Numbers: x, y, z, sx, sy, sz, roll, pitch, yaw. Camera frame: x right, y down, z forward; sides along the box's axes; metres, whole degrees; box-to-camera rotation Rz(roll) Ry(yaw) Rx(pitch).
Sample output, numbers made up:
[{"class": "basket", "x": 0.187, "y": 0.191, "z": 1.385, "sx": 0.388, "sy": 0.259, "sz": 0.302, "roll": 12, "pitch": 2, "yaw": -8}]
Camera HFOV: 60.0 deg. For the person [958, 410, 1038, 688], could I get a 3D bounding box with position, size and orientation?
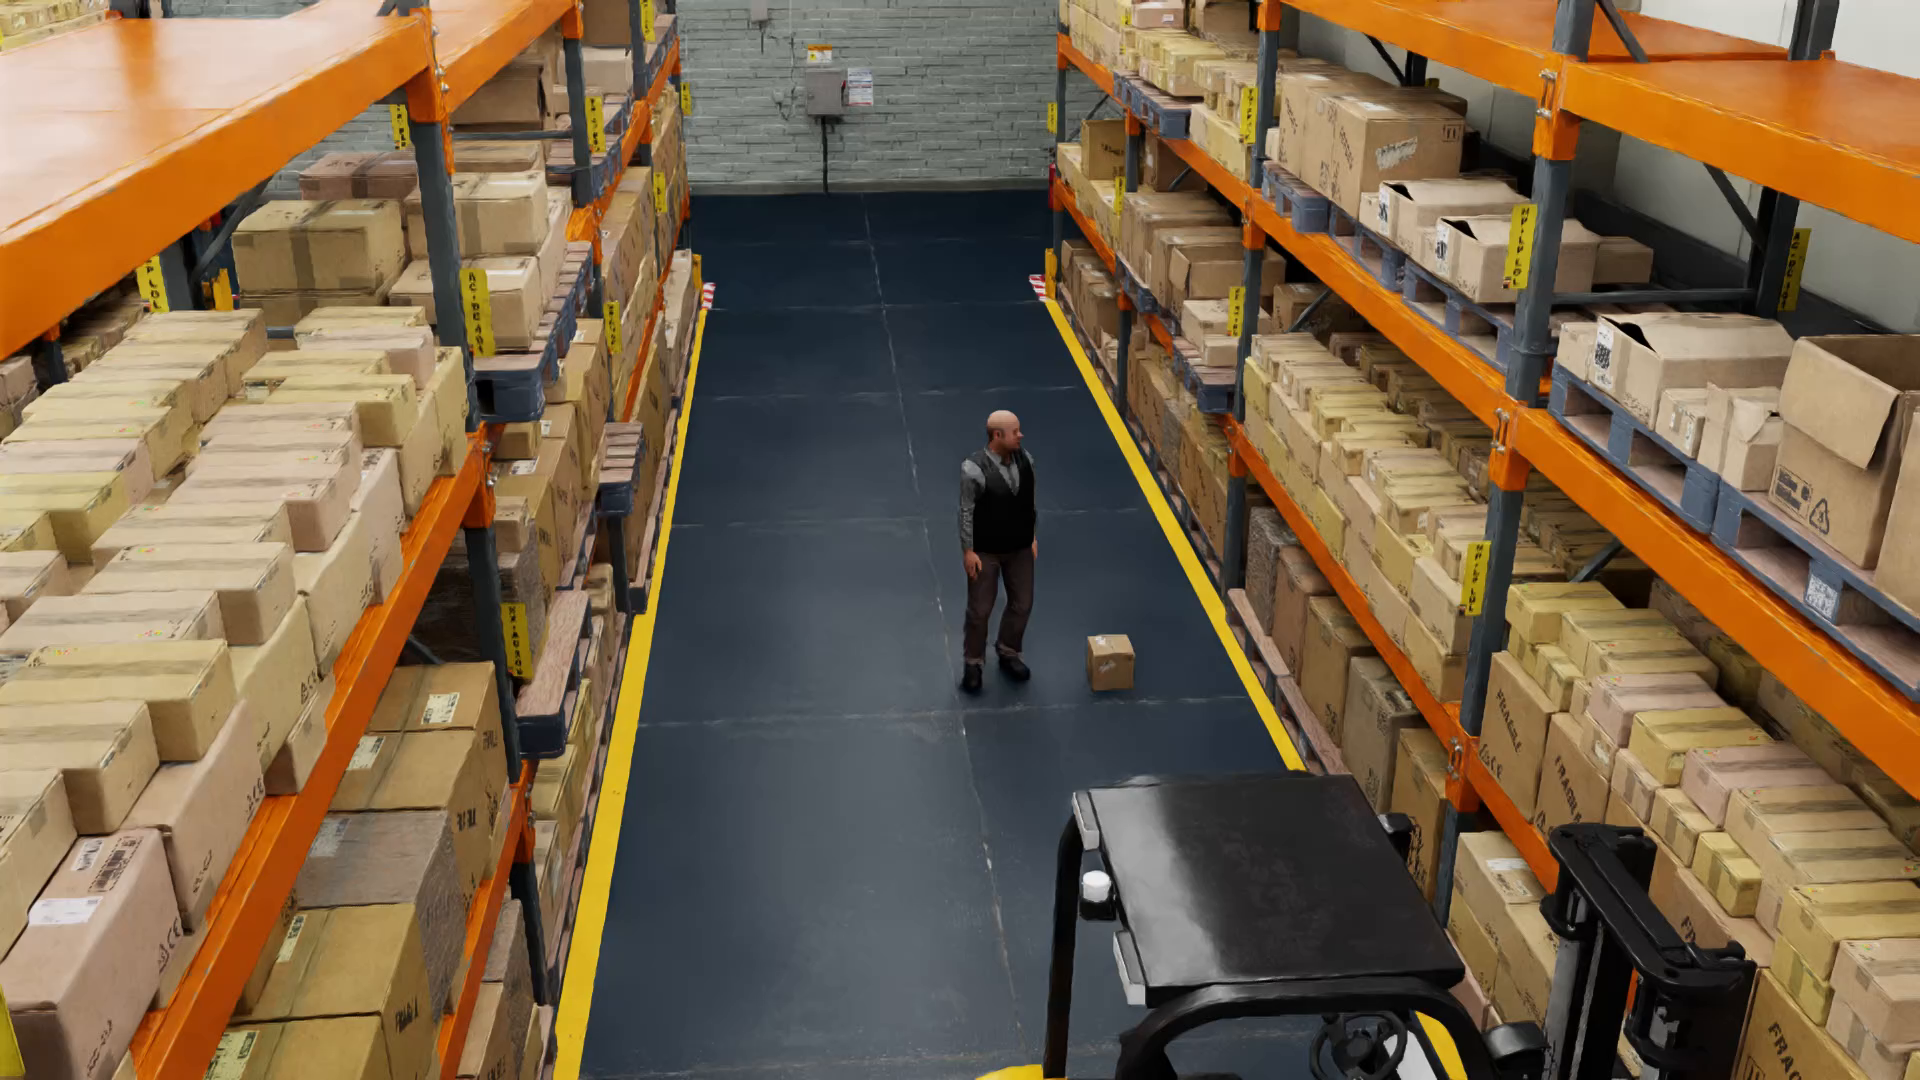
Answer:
[{"class": "person", "x": 0.236, "y": 0.043, "z": 9.993, "sx": 0.555, "sy": 1.723, "sz": 0.362, "roll": -13, "pitch": 27, "yaw": -28}]
